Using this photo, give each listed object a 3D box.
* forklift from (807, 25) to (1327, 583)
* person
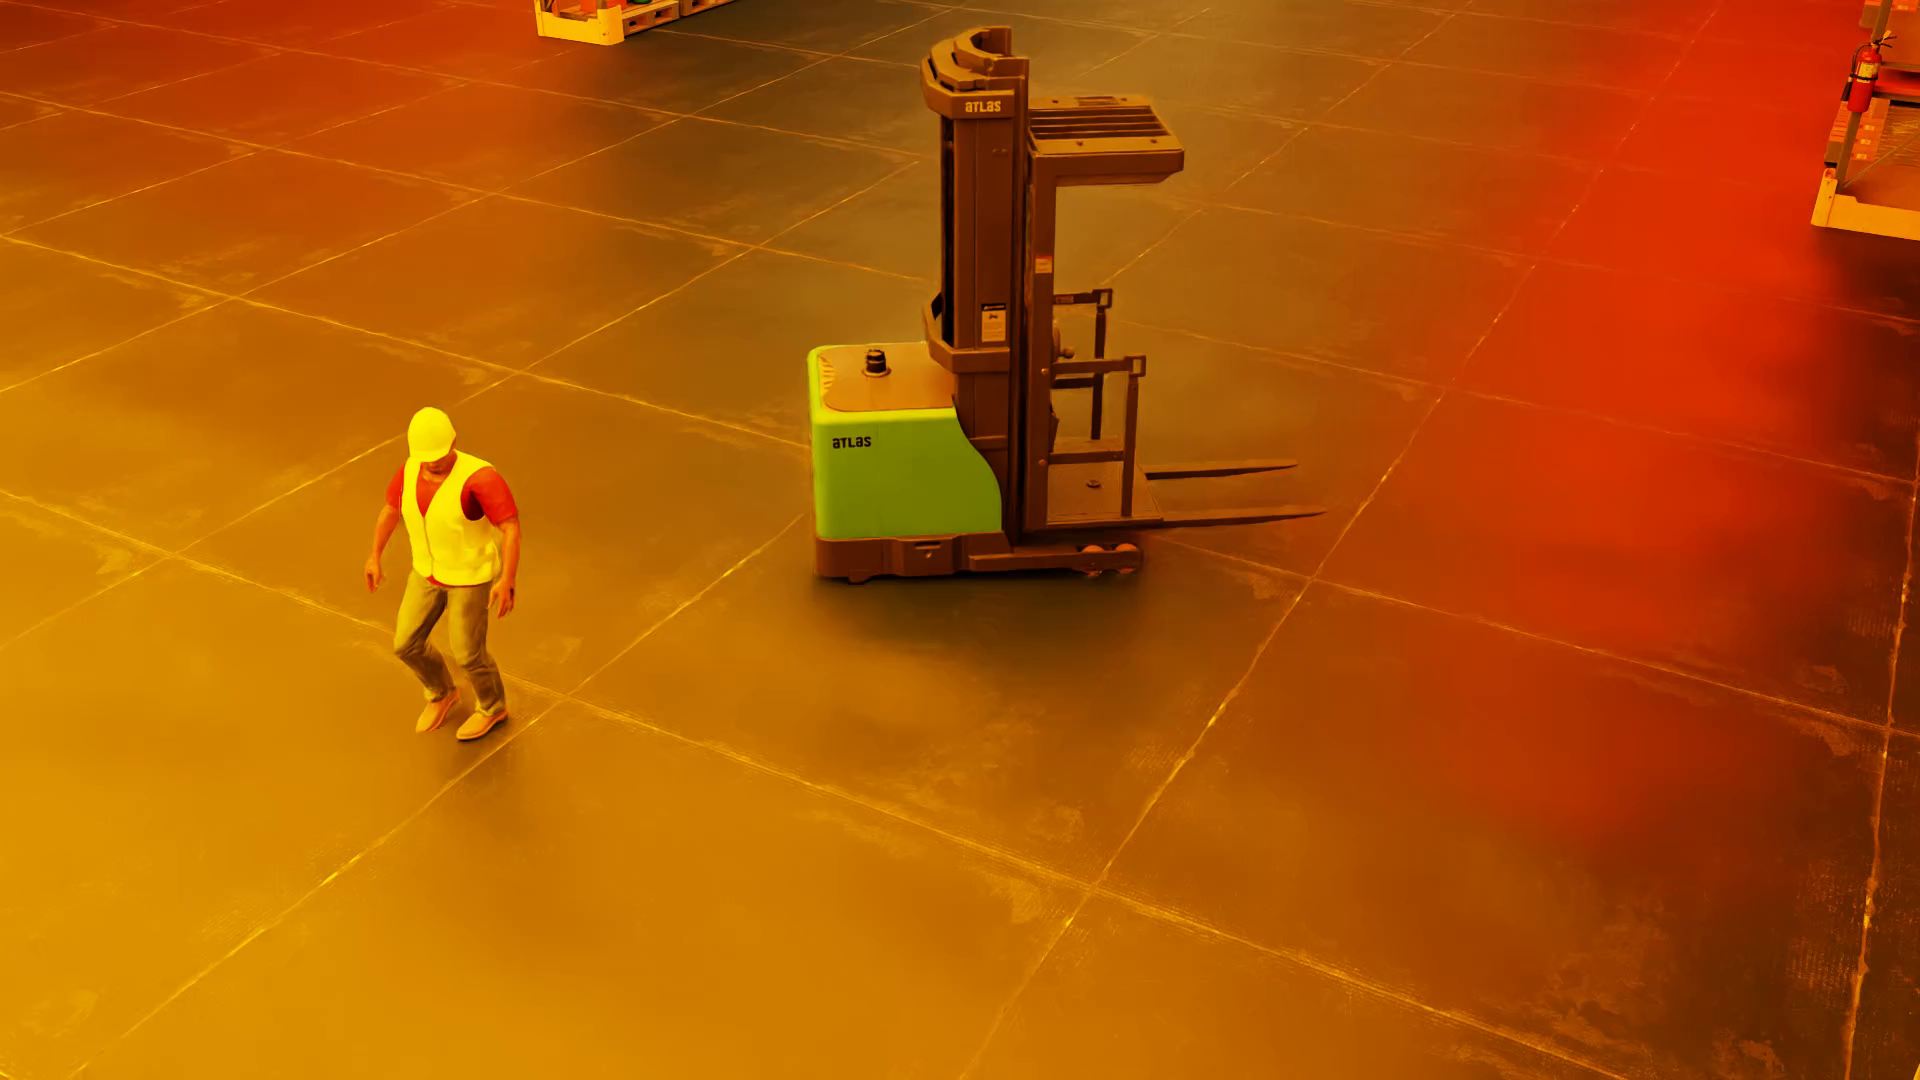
[{"bbox_3d":[0.633,-1.329,9.373,3.031,2.935,1.130,-3,30,-5],"label":"forklift"},{"bbox_3d":[-2.429,0.199,7.949,0.918,1.774,0.501,14,33,23],"label":"person"}]
